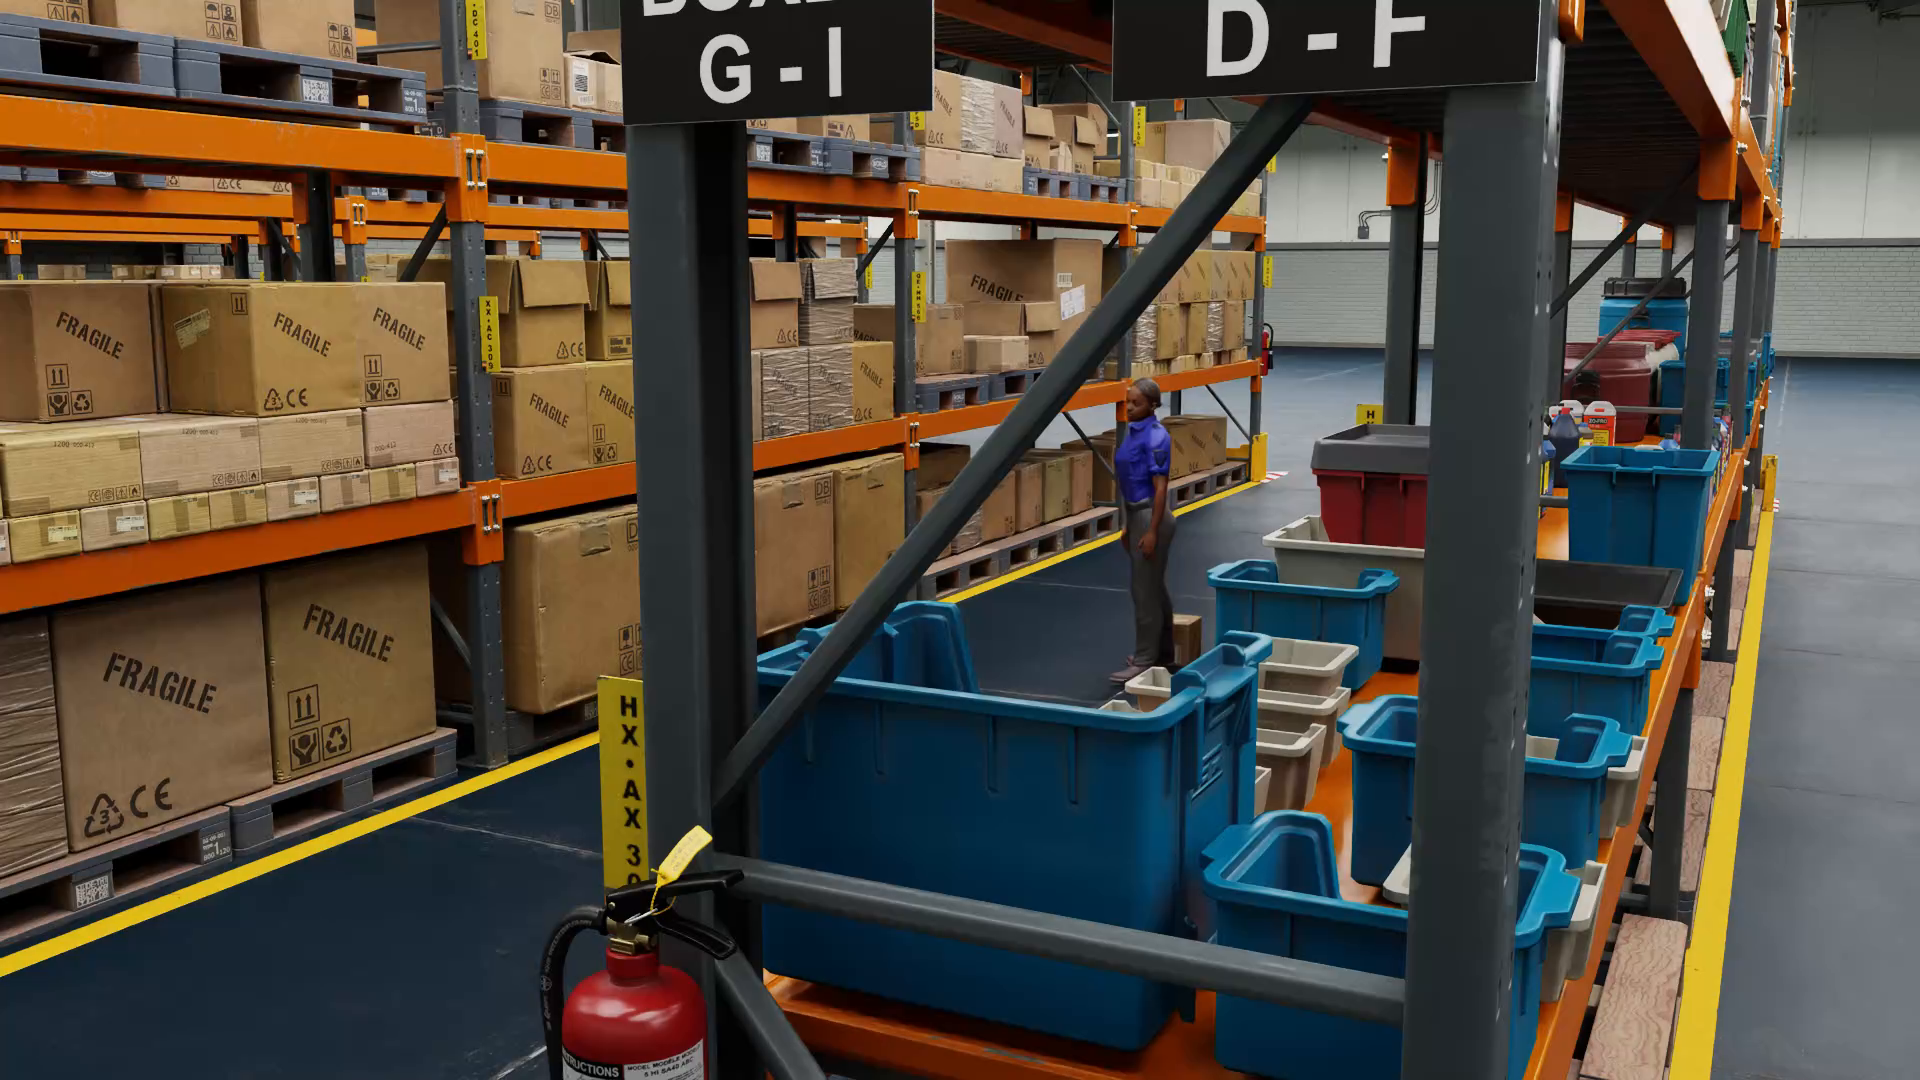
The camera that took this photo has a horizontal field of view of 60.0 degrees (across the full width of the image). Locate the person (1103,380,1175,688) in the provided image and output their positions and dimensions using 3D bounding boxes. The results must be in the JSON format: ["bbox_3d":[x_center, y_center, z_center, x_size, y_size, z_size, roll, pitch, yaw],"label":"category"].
[{"bbox_3d":[0.982,-0.053,9.142,0.519,1.656,0.504,-2,9,-14],"label":"person"}]
